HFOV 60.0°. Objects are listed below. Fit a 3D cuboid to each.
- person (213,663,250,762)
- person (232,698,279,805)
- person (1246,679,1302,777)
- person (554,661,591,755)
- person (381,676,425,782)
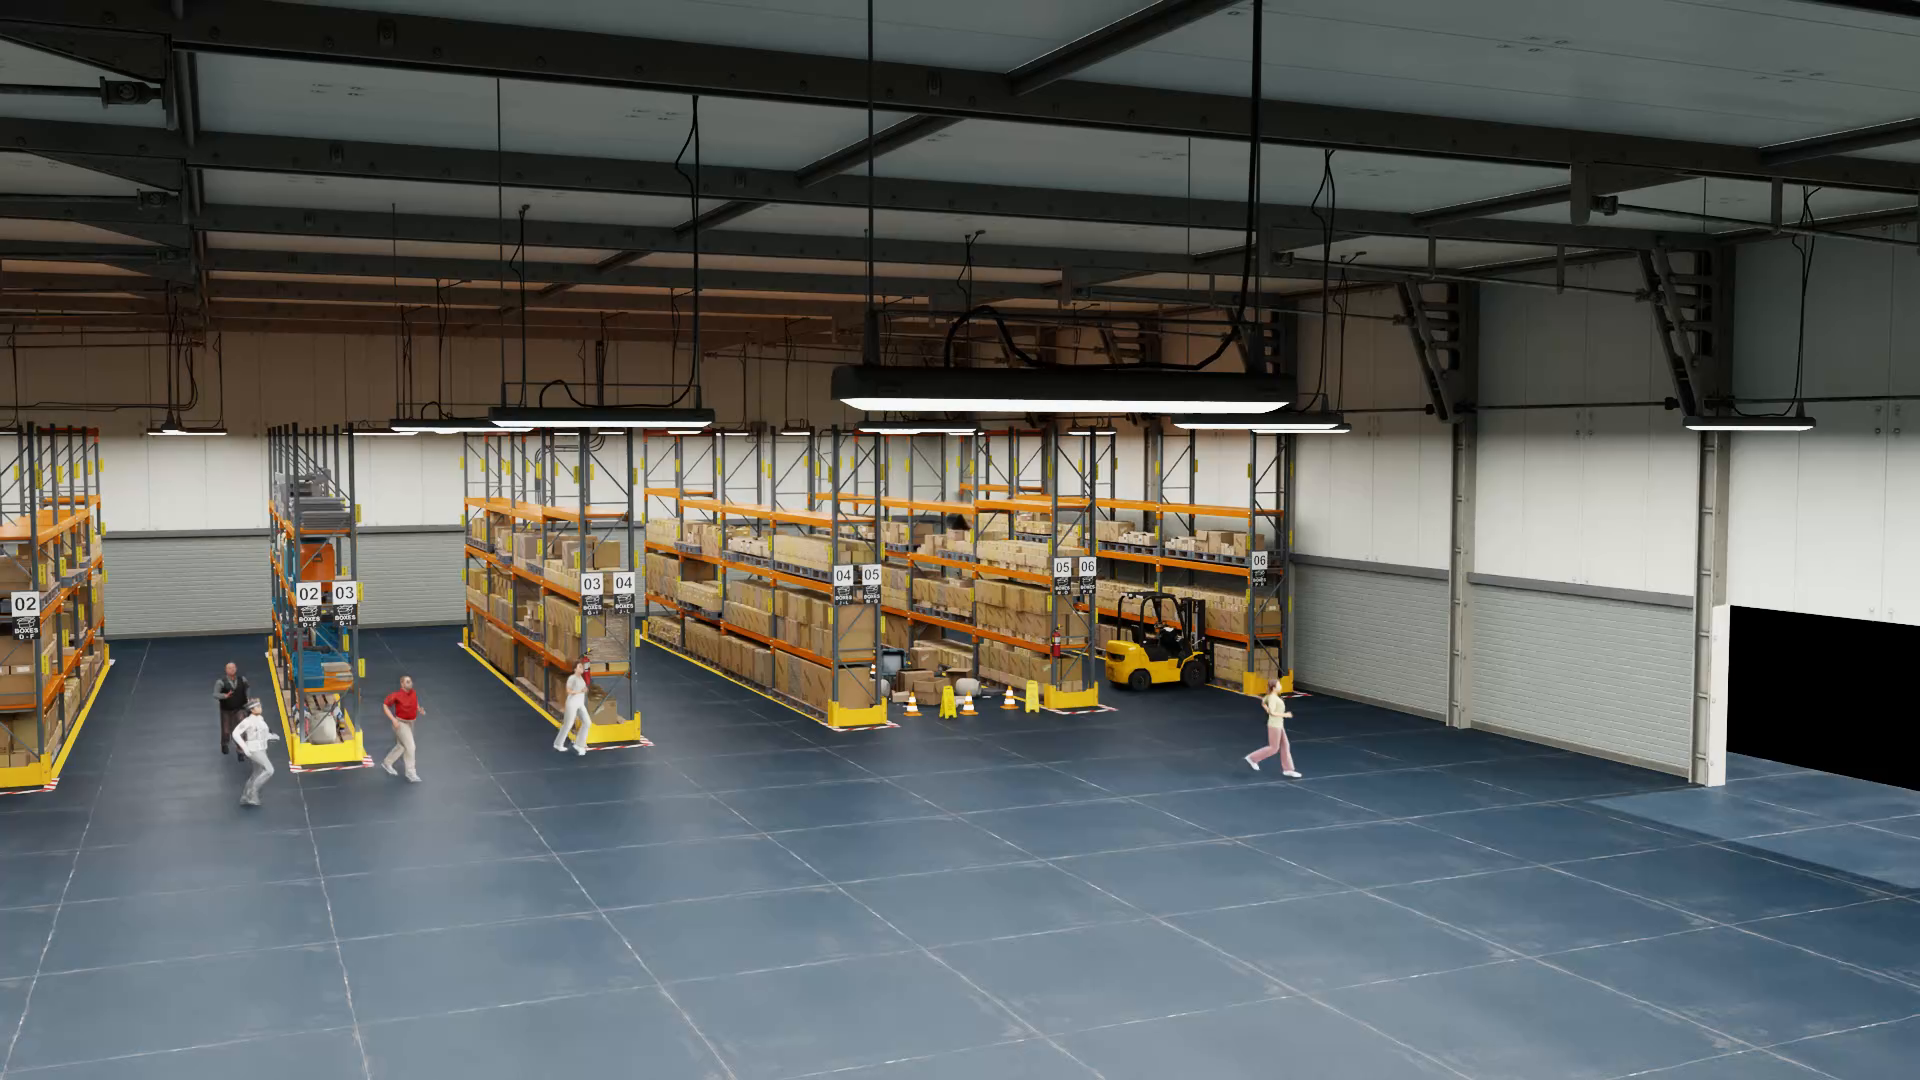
[{"bbox_3d":[-12.921,3.034,29.552,0.657,1.707,0.970,-2,4,-32],"label":"person"},{"bbox_3d":[-10.920,3.291,25.905,0.634,1.671,0.592,0,3,0],"label":"person"},{"bbox_3d":[5.298,3.167,28.063,0.934,1.664,0.578,1,4,12],"label":"person"},{"bbox_3d":[-7.002,3.052,30.236,0.730,1.720,0.568,2,4,25],"label":"person"},{"bbox_3d":[-9.371,3.153,27.933,0.853,1.773,0.655,1,4,14],"label":"person"}]
